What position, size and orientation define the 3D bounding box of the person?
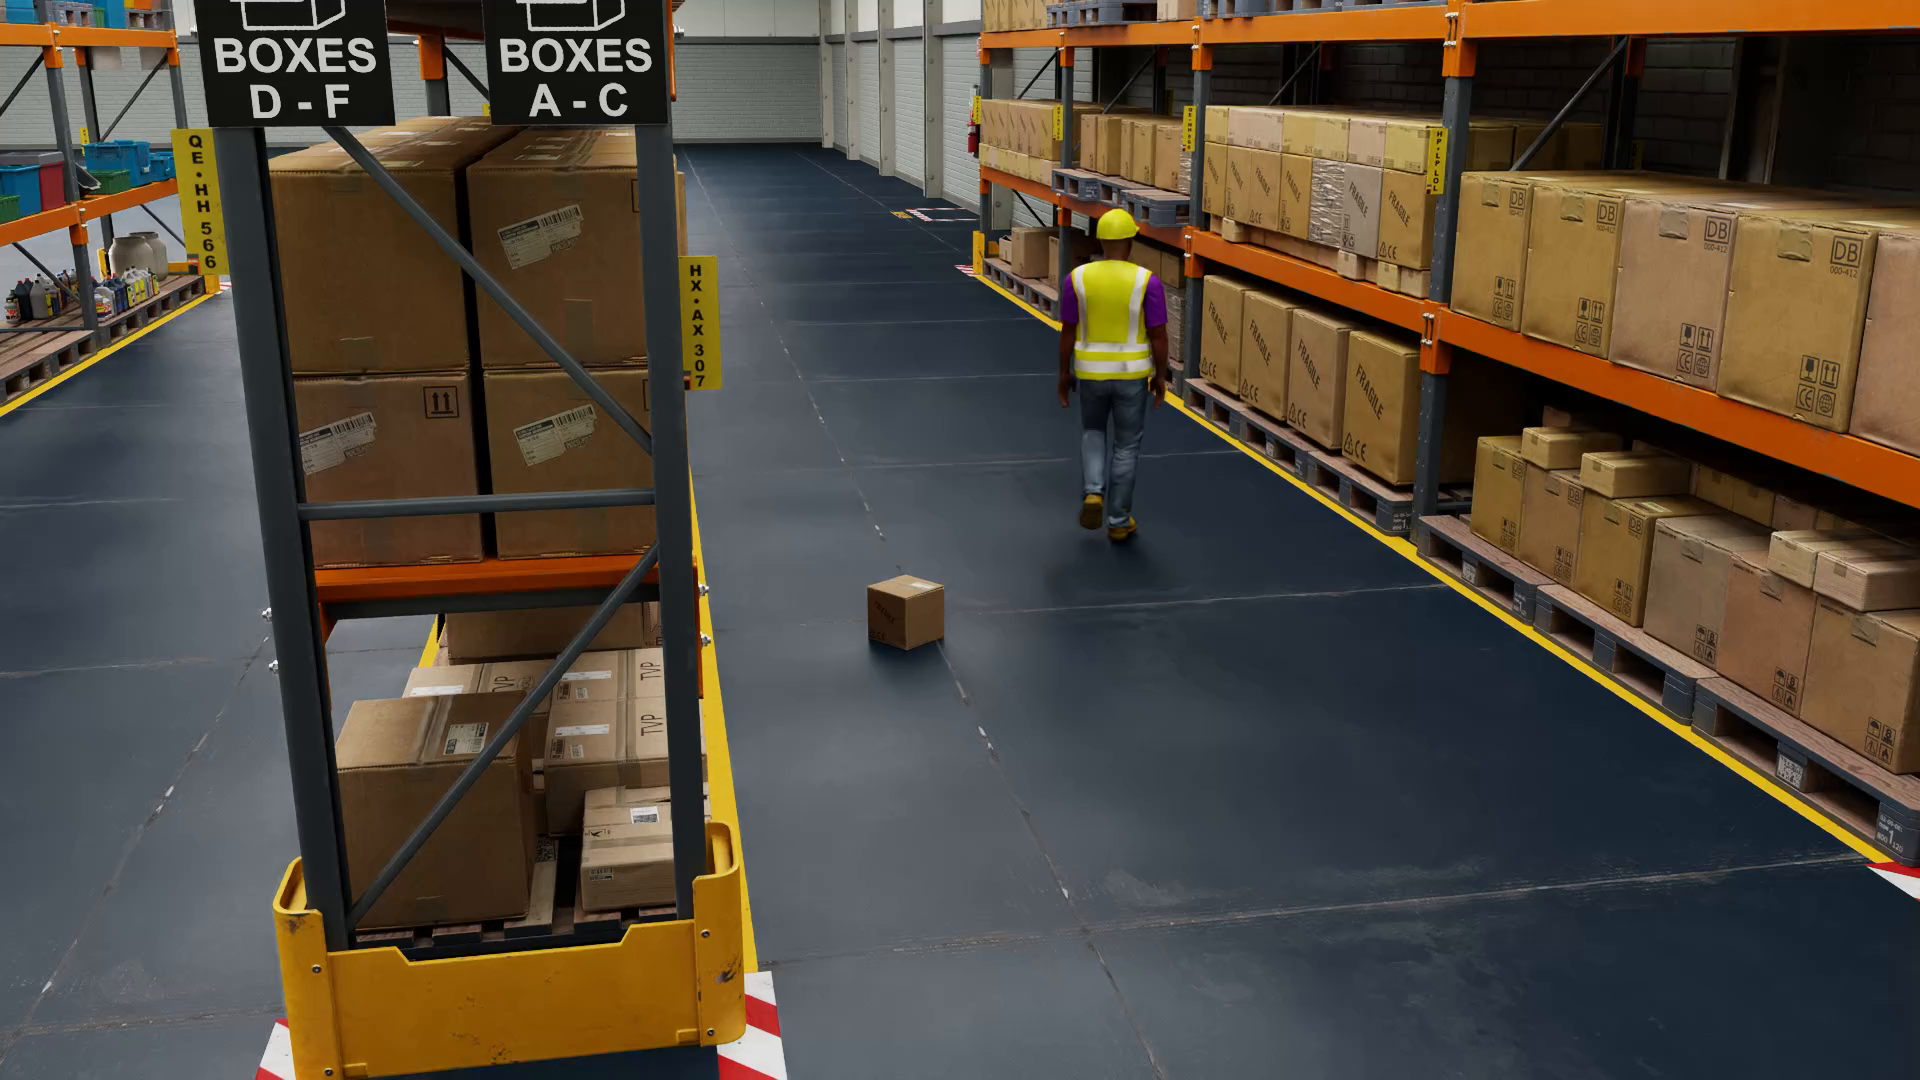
[{"bbox_3d":[0.838,-0.893,8.970,0.592,1.764,0.454,5,17,18],"label":"person"}]
